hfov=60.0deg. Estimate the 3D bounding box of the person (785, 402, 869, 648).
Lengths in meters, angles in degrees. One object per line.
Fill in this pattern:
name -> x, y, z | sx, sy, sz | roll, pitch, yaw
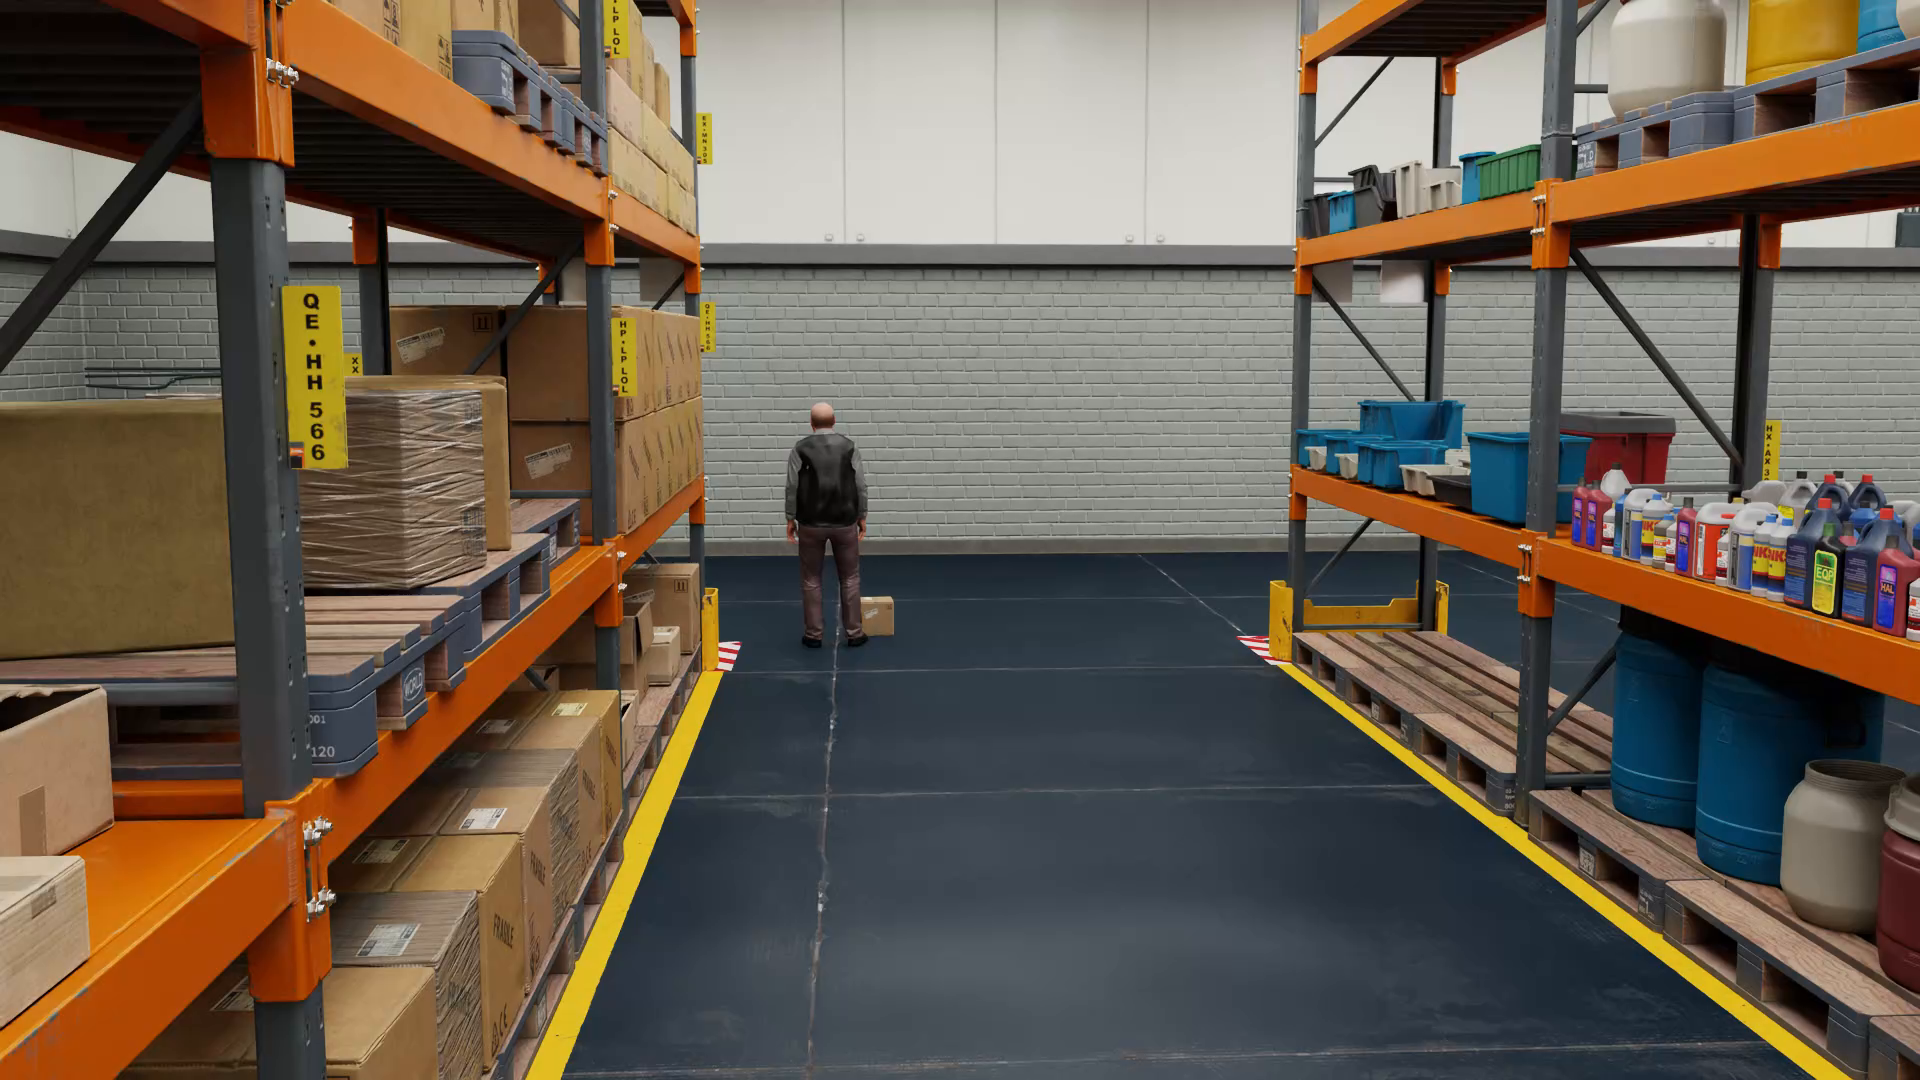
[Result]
person -> -0.936, -0.106, 11.728 | 0.595, 1.721, 0.418 | -1, 7, -9
